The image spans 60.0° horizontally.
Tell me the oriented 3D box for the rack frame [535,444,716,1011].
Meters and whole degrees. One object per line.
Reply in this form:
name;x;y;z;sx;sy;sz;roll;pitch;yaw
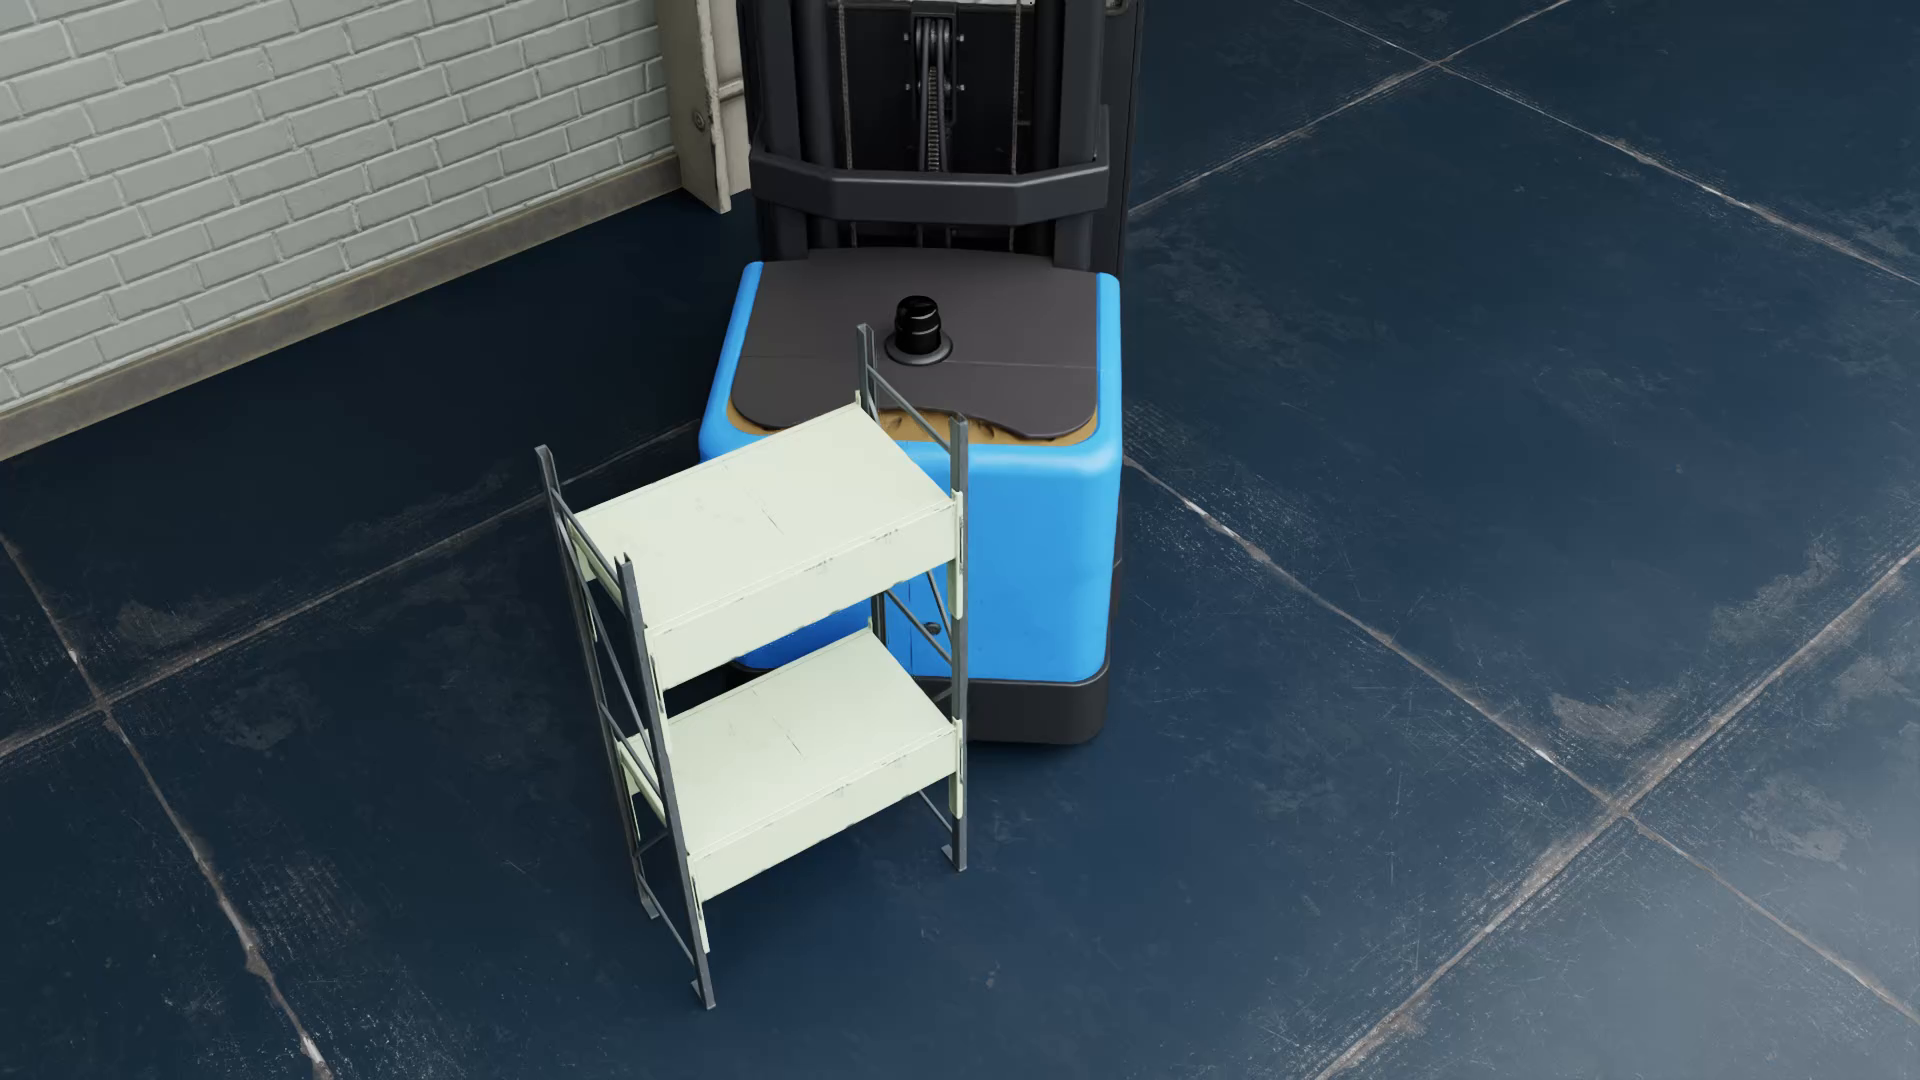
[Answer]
rack frame;-0.713;0.477;3.646;0.023;1.500;0.400;-24;48;-24

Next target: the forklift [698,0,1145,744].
forklift;-0.039;-1.508;4.715;1.130;2.935;3.031;2;43;2

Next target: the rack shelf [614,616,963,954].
rack shelf;-0.407;0.577;4.017;0.720;0.370;0.431;-24;48;-24

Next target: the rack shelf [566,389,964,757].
rack shelf;-0.407;0.055;3.526;0.720;0.370;0.431;-24;48;-24

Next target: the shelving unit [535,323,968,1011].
shelving unit;-0.407;0.339;3.793;0.755;1.500;0.431;-24;48;-24

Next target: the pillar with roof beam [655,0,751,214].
pillar with roof beam;1.859;-2.487;1.325;0.400;9.000;9.100;-30;51;-28

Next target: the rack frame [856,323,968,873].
rack frame;-0.102;0.201;3.940;0.023;1.500;0.400;-24;48;-24
